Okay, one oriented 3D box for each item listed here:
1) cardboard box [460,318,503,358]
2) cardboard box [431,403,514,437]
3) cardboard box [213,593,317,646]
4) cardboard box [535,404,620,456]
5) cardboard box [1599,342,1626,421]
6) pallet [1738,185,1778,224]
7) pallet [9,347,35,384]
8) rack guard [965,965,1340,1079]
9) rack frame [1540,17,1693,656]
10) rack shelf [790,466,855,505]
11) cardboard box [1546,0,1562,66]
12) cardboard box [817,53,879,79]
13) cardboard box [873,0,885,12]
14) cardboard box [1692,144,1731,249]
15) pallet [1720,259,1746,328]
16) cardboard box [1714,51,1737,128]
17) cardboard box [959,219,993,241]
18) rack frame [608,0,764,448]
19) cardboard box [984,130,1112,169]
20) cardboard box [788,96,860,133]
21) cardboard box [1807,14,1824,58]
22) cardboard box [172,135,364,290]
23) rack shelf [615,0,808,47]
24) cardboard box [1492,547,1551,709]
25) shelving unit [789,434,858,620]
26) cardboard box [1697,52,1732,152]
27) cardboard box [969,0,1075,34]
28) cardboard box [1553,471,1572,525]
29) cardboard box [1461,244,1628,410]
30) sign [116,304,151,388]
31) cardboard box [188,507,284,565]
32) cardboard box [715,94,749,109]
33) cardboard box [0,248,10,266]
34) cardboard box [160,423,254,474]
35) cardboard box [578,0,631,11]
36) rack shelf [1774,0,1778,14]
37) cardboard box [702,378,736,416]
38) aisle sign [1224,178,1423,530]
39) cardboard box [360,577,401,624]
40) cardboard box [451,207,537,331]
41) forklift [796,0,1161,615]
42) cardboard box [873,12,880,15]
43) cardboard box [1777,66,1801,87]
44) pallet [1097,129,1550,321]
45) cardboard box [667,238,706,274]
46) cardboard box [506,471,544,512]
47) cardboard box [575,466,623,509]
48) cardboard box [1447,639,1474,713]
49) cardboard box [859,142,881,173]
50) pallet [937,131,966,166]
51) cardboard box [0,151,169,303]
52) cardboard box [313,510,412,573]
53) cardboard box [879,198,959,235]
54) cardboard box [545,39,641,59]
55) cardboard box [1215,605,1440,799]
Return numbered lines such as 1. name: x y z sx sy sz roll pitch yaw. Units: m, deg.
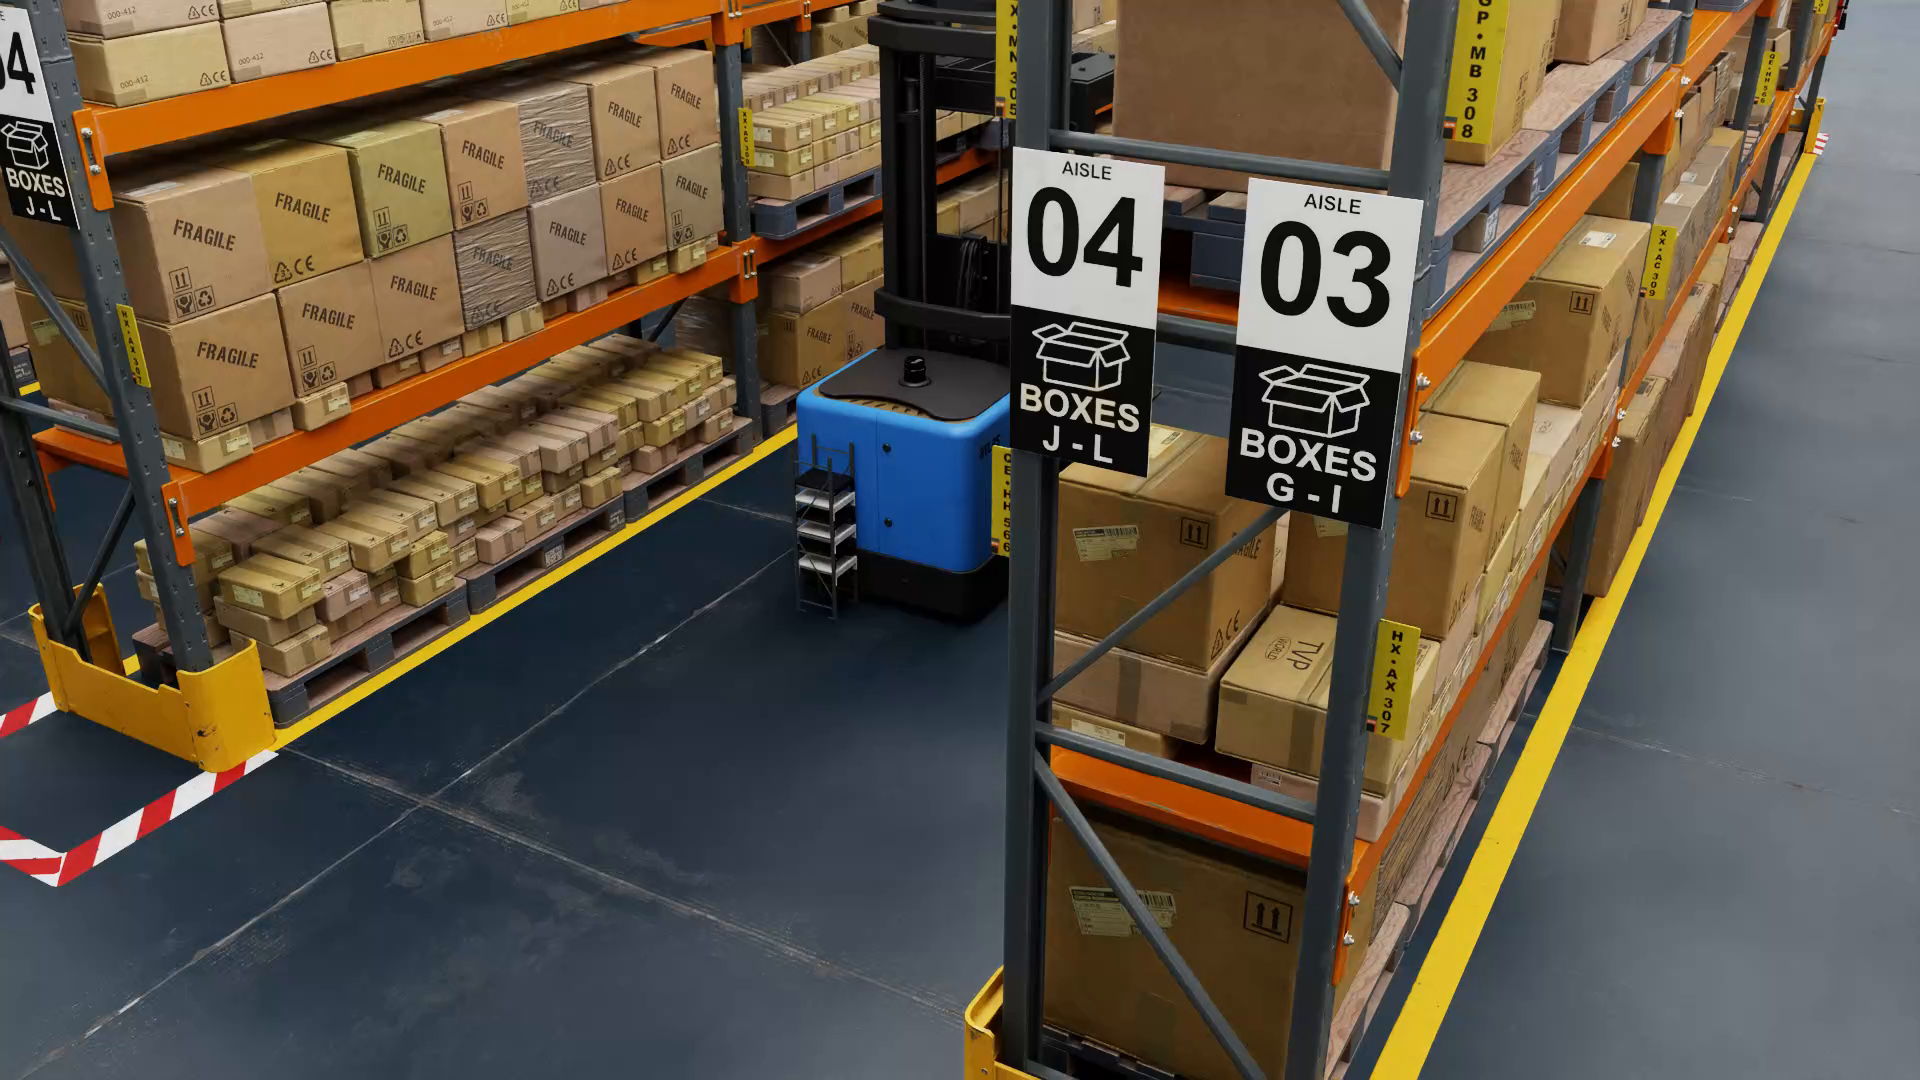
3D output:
1. cardboard box: -2.504 -1.044 8.264 0.380 0.149 0.250 15 30 28
2. cardboard box: -2.689 -0.616 9.181 0.380 0.149 0.250 13 29 24
3. cardboard box: -3.190 0.324 7.636 0.380 0.149 0.250 16 31 28
4. cardboard box: -2.108 -0.608 9.164 0.380 0.149 0.250 13 29 24
5. cardboard box: 2.576 -0.746 7.225 0.500 0.250 0.500 14 30 25
6. pallet: 6.800 -3.050 15.108 1.003 0.211 1.213 14 30 26
7. pallet: -7.104 -1.089 11.189 1.003 0.211 1.213 14 30 26
8. rack guard: 0.585 1.776 5.144 1.175 0.500 0.348 14 30 26
9. rack frame: 2.565 -0.910 7.717 1.000 3.000 0.127 14 30 26
10. rack shelf: -0.681 -0.272 8.260 0.258 0.077 0.200 13 30 25
11. cardboard box: 1.583 -1.829 5.510 0.700 0.500 0.500 16 31 28
12. cardboard box: -0.777 -3.292 11.622 0.380 0.149 0.250 15 30 28
13. cardboard box: -1.107 -6.306 19.536 0.380 0.149 0.250 16 31 29
14. cardboard box: 4.255 -2.074 9.930 0.500 0.500 0.500 14 30 26
15. pallet: 5.520 -2.000 13.009 1.003 0.211 1.213 14 30 26
16. cardboard box: 4.951 -3.160 11.631 0.700 0.500 0.500 19 32 33
17. cardboard box: -0.091 -2.155 12.527 0.500 0.500 0.500 16 31 28
18. rack frame: -1.704 -2.042 9.977 1.000 3.000 0.127 14 30 26
19. cardboard box: 0.642 -3.000 13.936 1.050 0.750 0.750 14 30 25
20. cardboard box: -0.849 -2.645 10.329 0.380 0.149 0.250 14 30 27
21. cardboard box: 7.052 -4.554 14.553 0.875 0.500 0.500 14 30 26
22. cardboard box: -2.977 -1.422 7.179 0.500 0.500 0.500 15 30 28
23. rack shelf: -3.111 -5.109 16.909 1.077 0.370 4.000 14 30 26
24. cardboard box: 2.171 0.092 7.620 0.875 0.875 0.875 14 30 26
25. shelving unit: -0.681 -0.061 8.366 0.258 0.900 0.210 13 30 25
26. cardboard box: 4.159 -2.681 10.022 0.797 0.503 0.637 15 30 28
27. cardboard box: 0.494 -4.265 13.191 0.700 0.500 0.500 14 30 26
28. cardboard box: 2.194 -0.206 6.590 0.380 0.149 0.250 15 30 27
29. cardboard box: 2.322 -0.879 6.652 0.500 0.500 0.500 15 30 27
30. sign: -3.199 -0.750 6.431 0.100 0.325 0.005 14 30 26
31. cardboard box: -3.458 -0.009 7.968 0.380 0.149 0.250 15 30 27
32. cardboard box: -1.545 -2.687 10.415 0.380 0.149 0.250 13 29 25
33. cardboard box: -6.465 -1.913 12.114 0.875 0.438 0.875 14 30 25
34. cardboard box: -3.227 -0.424 7.028 0.380 0.149 0.250 14 30 26
35. cardboard box: -1.966 -2.873 8.455 0.500 0.250 0.500 14 30 26
36. rack shelf: 5.517 -4.268 11.878 1.077 0.370 4.000 14 30 26
37. cardboard box: -1.582 -0.895 10.070 0.380 0.149 0.250 15 30 27
38. aisle sign: 0.823 -0.419 3.833 0.394 0.787 0.004 14 30 26
39. cardboard box: -2.961 0.252 8.111 0.380 0.149 0.250 15 30 27
40. cardboard box: -2.471 -1.377 8.206 0.500 0.500 0.500 13 30 25
41. forklift: 0.295 -1.560 9.092 1.130 2.935 3.031 13 30 25
42. cardboard box: -1.092 -6.087 19.824 0.500 0.500 0.500 16 31 29
43. cardboard box: 6.868 -3.933 14.036 0.380 0.149 0.250 14 30 26
44. pallet: 0.953 -0.944 4.533 1.003 0.211 1.213 14 30 26
45. cardboard box: -1.672 -1.642 9.460 0.380 0.149 0.250 13 30 25
46. cardboard box: -2.455 -0.304 8.889 0.380 0.149 0.250 16 31 28
47. cardboard box: -2.109 -0.323 9.261 0.380 0.149 0.250 14 30 26
48. cardboard box: 1.437 0.393 5.394 0.380 0.149 0.250 14 30 25
49. cardboard box: -0.727 -2.473 10.650 0.380 0.149 0.250 15 30 27
50. pallet: -0.674 -2.734 11.575 1.003 0.211 1.213 14 30 26
51. cardboard box: -3.663 -1.341 7.016 0.500 0.500 0.500 14 30 25
52. cardboard box: -2.851 0.005 7.940 0.380 0.149 0.250 14 30 26
53. cardboard box: -0.347 -2.288 11.955 0.500 0.250 0.500 15 30 27
54. cardboard box: -2.138 -2.544 9.421 0.500 0.500 0.500 15 30 27
55. cardboard box: 1.068 0.455 4.825 0.500 0.250 0.500 13 30 25
